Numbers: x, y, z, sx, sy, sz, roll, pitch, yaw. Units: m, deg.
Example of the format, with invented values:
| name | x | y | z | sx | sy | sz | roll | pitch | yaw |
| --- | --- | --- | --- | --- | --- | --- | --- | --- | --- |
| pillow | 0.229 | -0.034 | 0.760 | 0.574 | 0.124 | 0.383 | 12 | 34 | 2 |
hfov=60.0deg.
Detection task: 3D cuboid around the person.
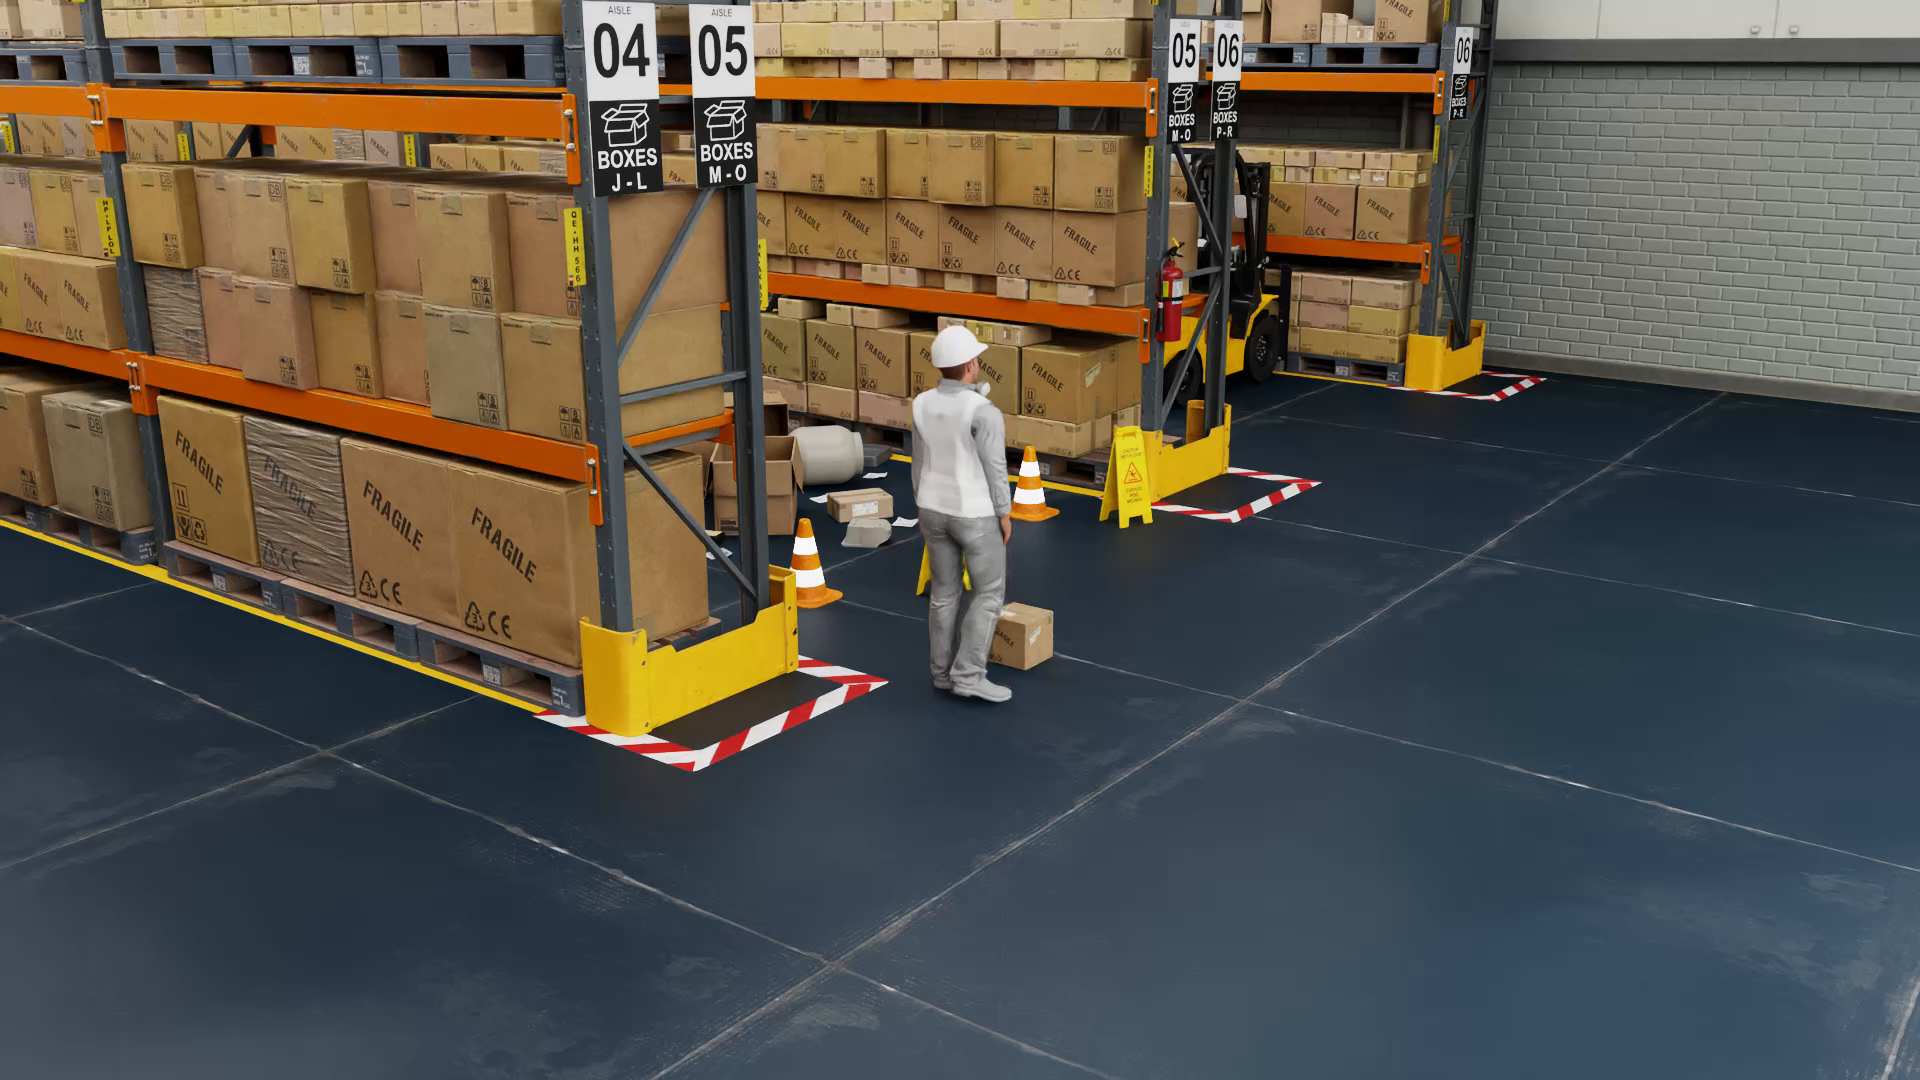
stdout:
| name | x | y | z | sx | sy | sz | roll | pitch | yaw |
| --- | --- | --- | --- | --- | --- | --- | --- | --- | --- |
| person | 0.014 | -0.125 | 7.915 | 0.546 | 1.789 | 0.379 | 12 | 20 | 35 |
